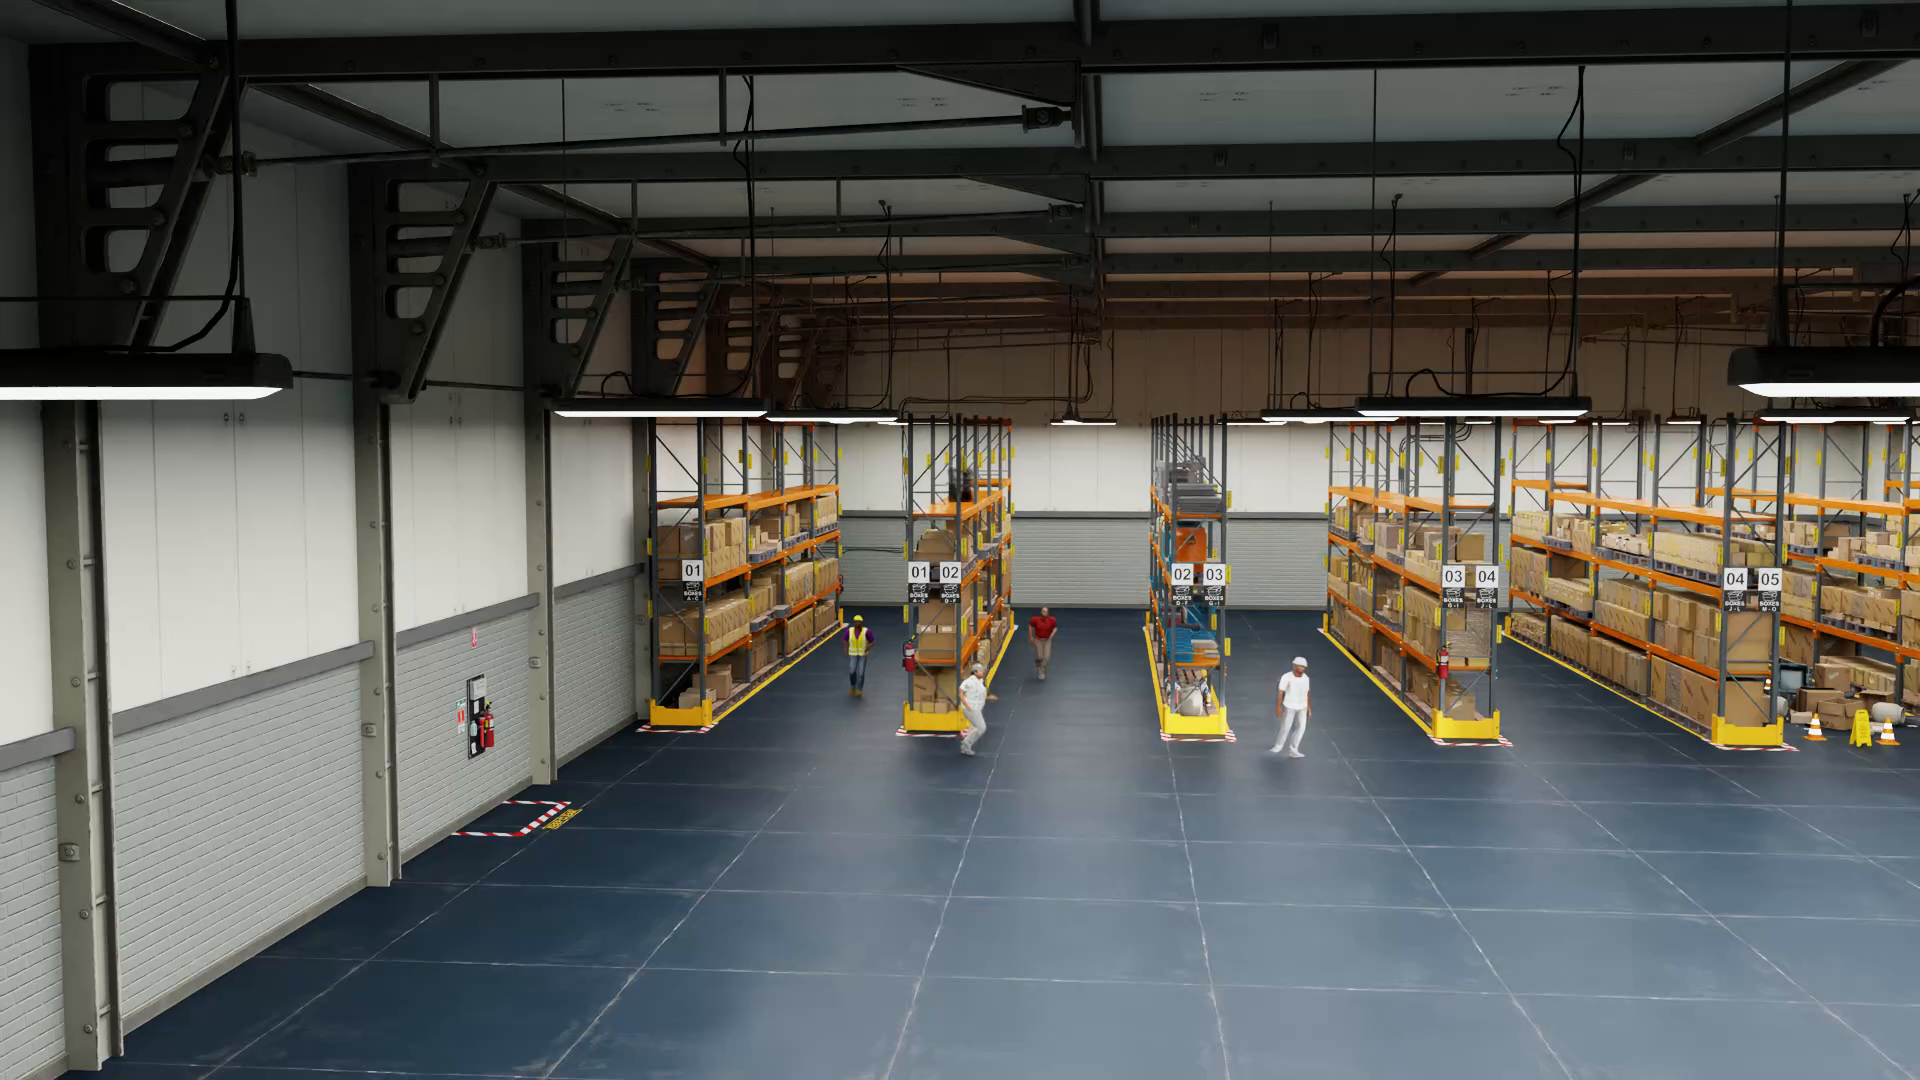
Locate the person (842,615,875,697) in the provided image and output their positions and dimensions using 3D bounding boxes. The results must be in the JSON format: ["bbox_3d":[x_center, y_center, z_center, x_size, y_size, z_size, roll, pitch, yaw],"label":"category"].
[{"bbox_3d":[-2.166,2.469,35.385,0.704,1.744,0.642,0,4,0],"label":"person"}]

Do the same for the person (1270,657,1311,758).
[{"bbox_3d":[5.758,2.900,28.947,0.683,1.747,0.502,-2,4,-22],"label":"person"}]

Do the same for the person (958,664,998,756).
[{"bbox_3d":[0.289,2.962,28.990,0.662,1.621,0.606,2,4,23],"label":"person"}]

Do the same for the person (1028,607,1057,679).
[{"bbox_3d":[1.905,2.339,38.048,0.636,1.660,0.717,-1,4,-13],"label":"person"}]
